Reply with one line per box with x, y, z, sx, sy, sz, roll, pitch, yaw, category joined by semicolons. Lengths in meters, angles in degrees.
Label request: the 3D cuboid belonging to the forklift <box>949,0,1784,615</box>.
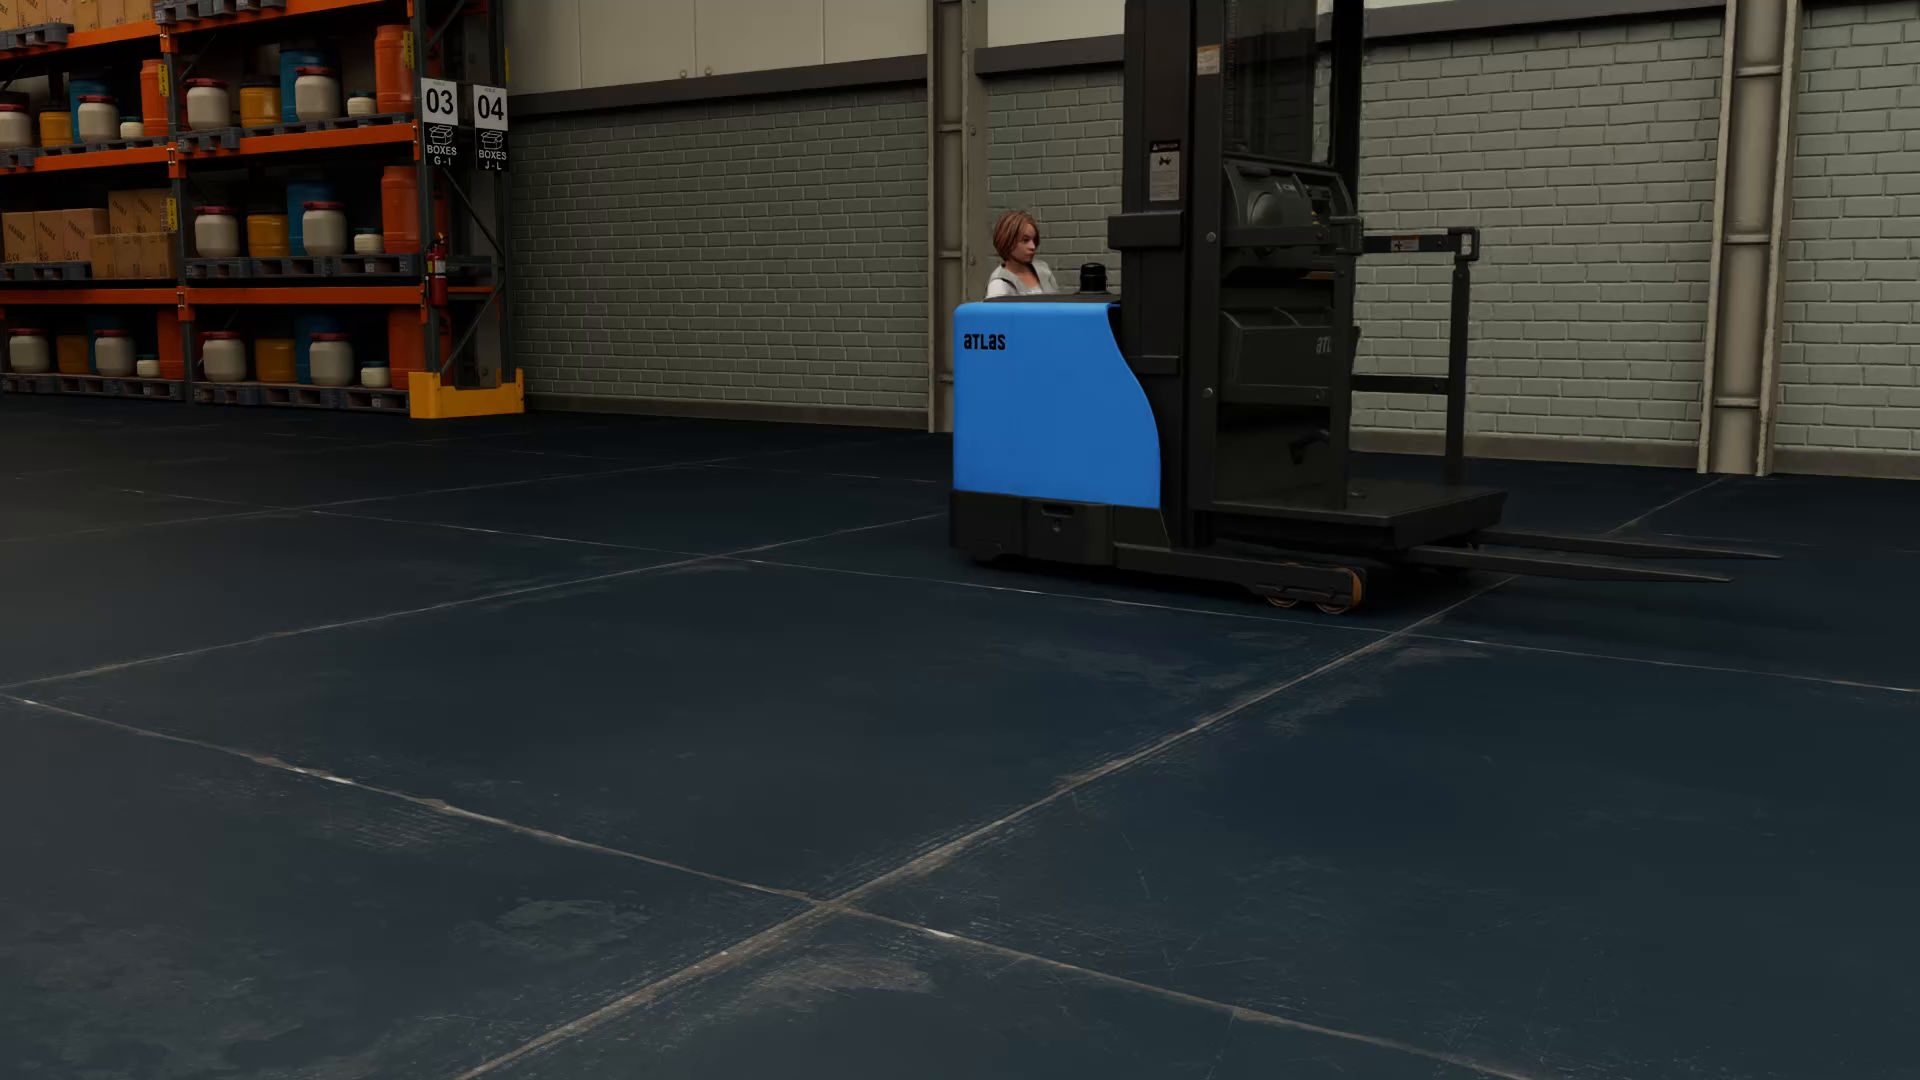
1.416;-1.275;6.162;3.031;2.935;1.130;7;10;39;forklift

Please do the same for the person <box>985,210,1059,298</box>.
0.341;-0.770;7.279;0.664;1.313;0.592;-6;10;-36;person
